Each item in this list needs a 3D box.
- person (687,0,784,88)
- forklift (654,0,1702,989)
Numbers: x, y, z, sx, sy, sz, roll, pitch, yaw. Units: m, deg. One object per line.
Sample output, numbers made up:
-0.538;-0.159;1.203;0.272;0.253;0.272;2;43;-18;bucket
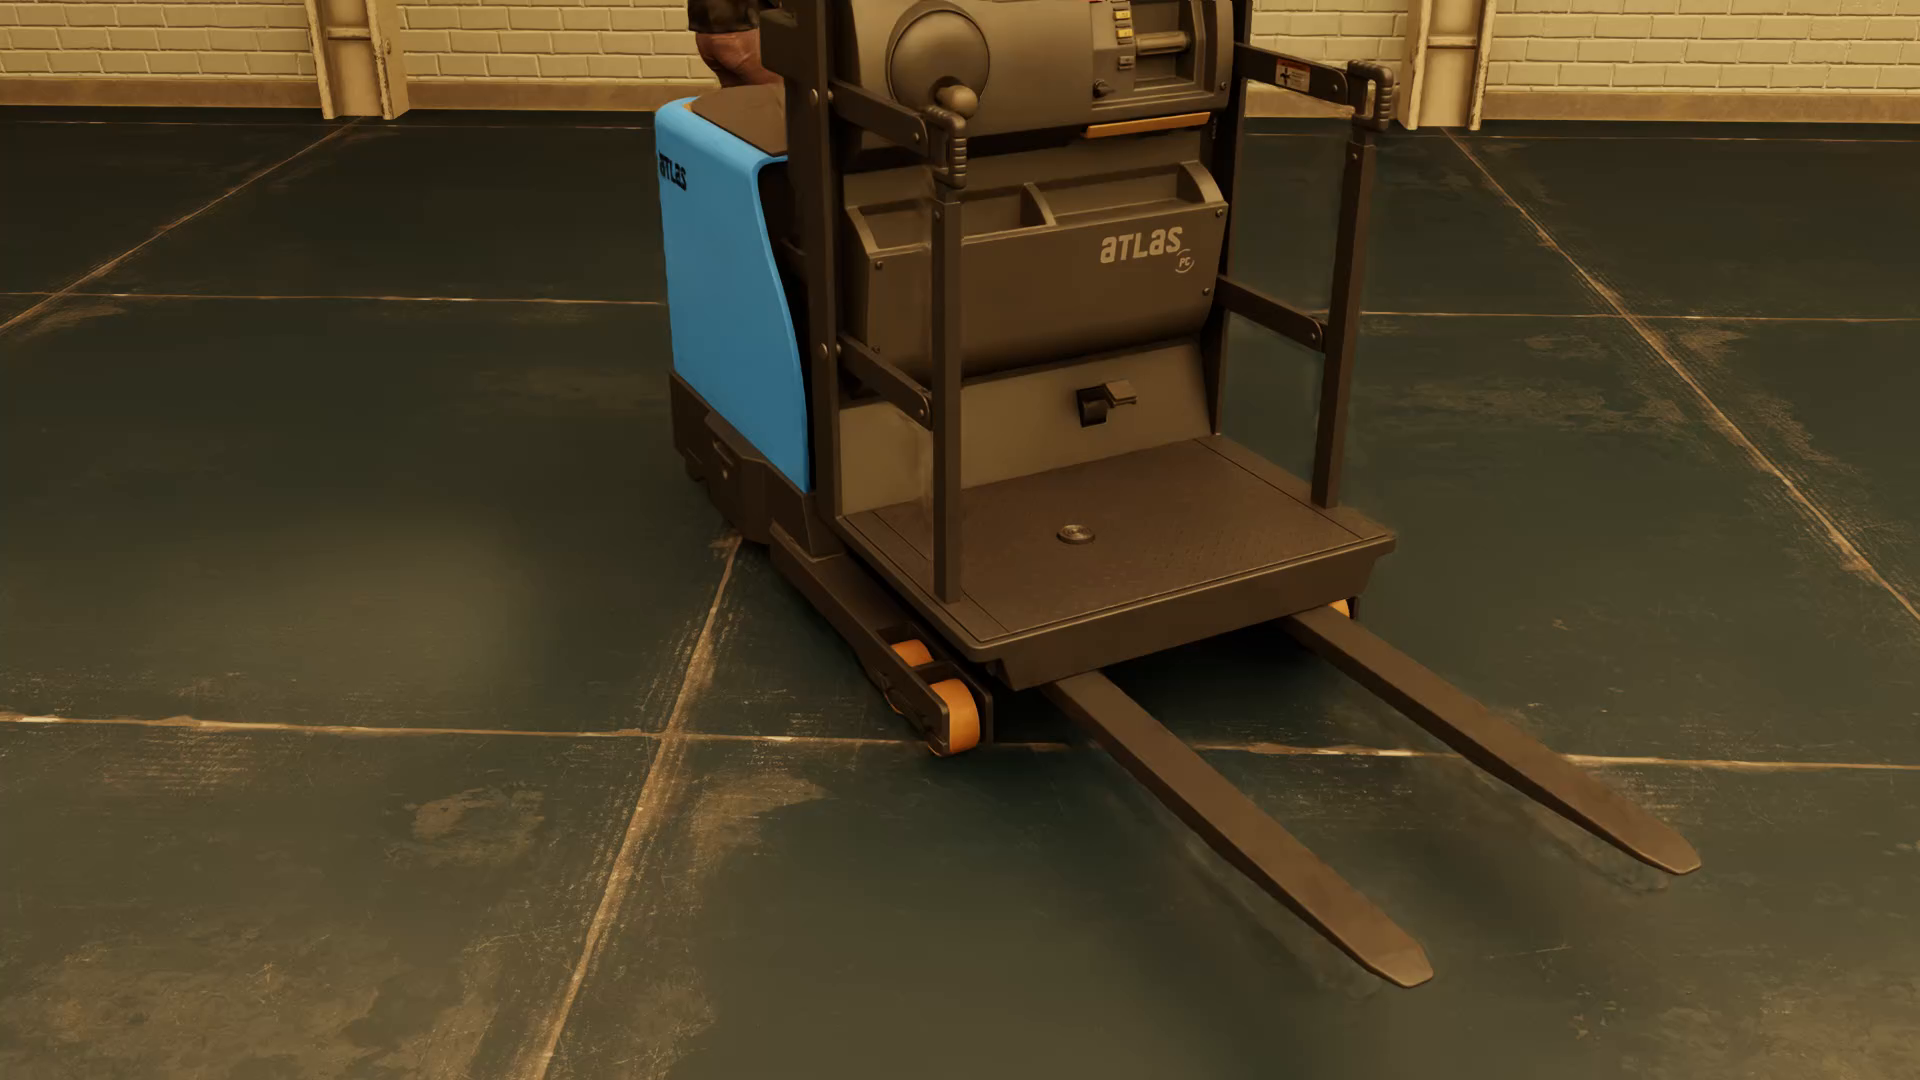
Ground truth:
-0.873;-2.126;6.944;0.516;1.687;0.731;-13;29;-25;person
0.286;-1.076;3.389;1.130;2.935;3.031;-13;29;-25;forklift
